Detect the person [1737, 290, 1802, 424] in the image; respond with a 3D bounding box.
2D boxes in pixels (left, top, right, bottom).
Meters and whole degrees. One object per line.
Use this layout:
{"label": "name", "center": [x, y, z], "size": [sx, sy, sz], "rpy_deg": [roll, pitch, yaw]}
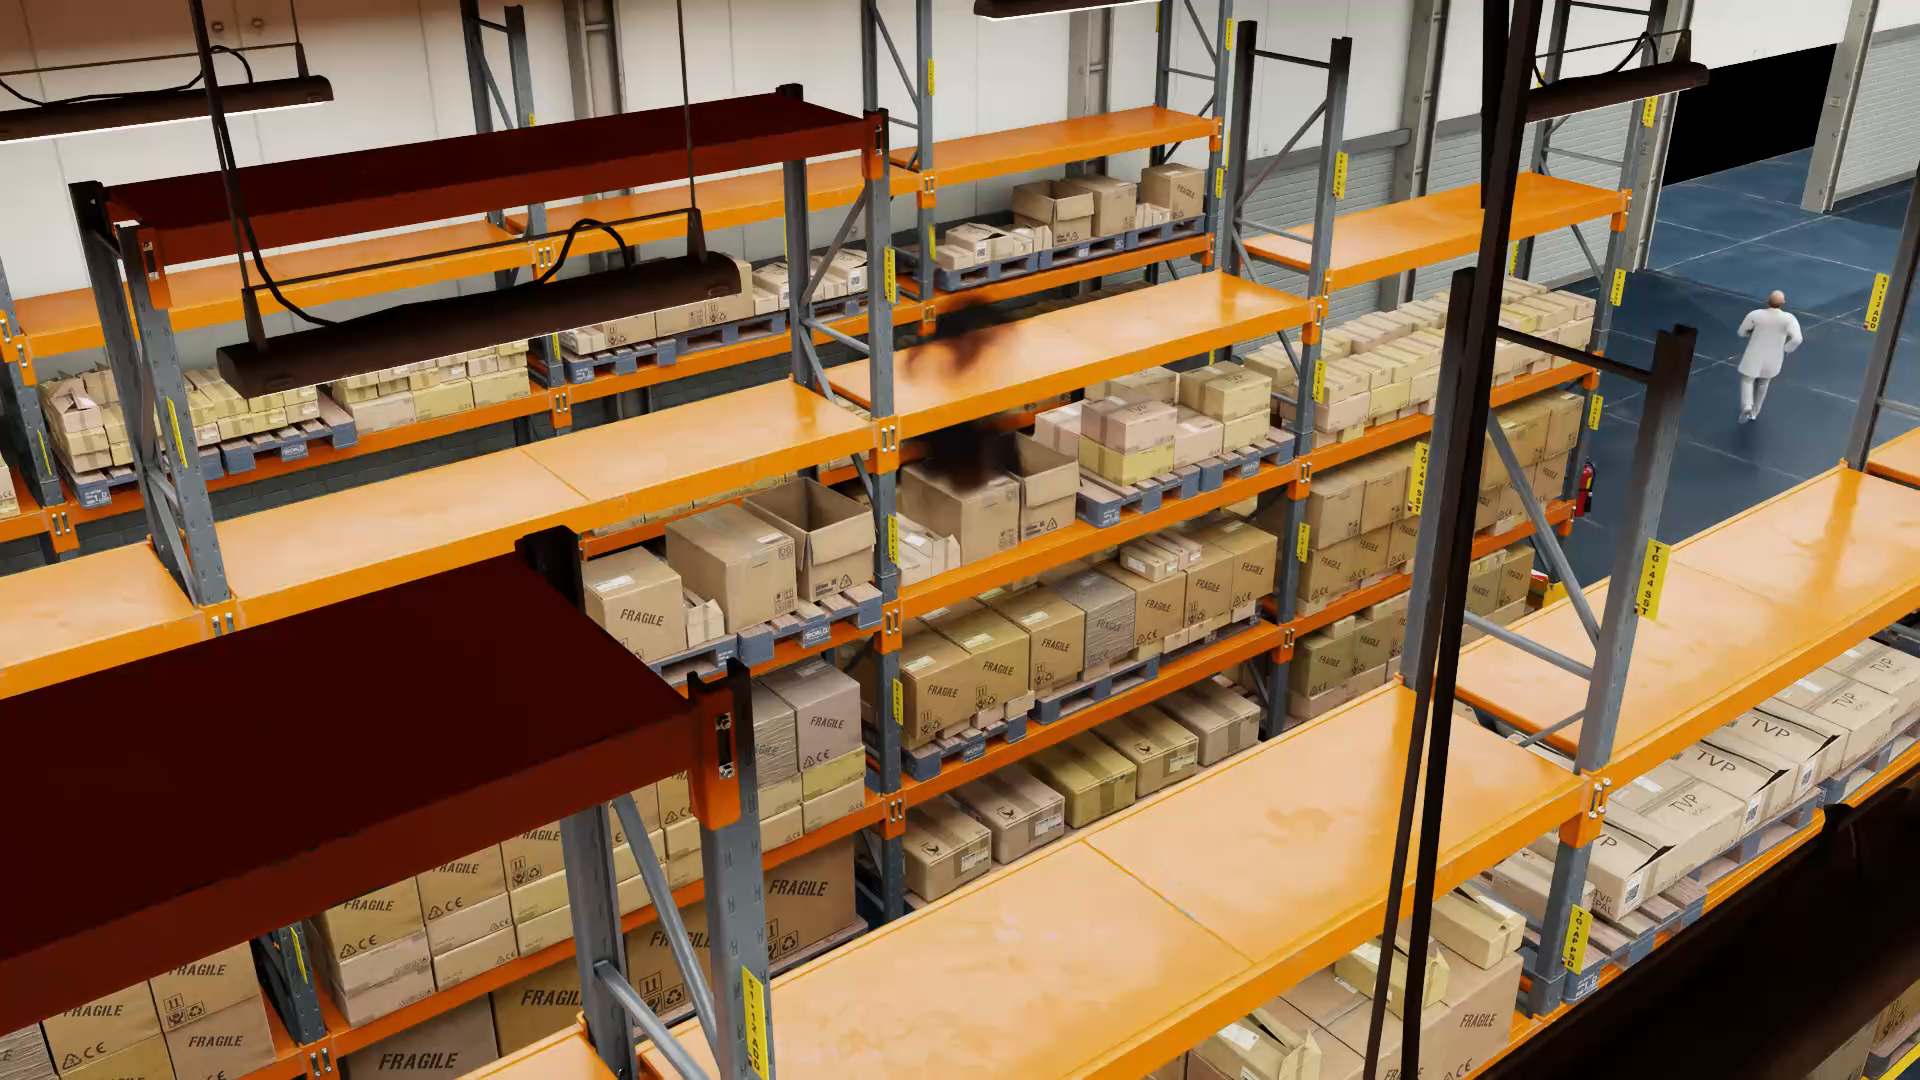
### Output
{"label": "person", "center": [10.036, -2.276, 20.761], "size": [0.720, 1.751, 0.949], "rpy_deg": [10, 28, 20]}
